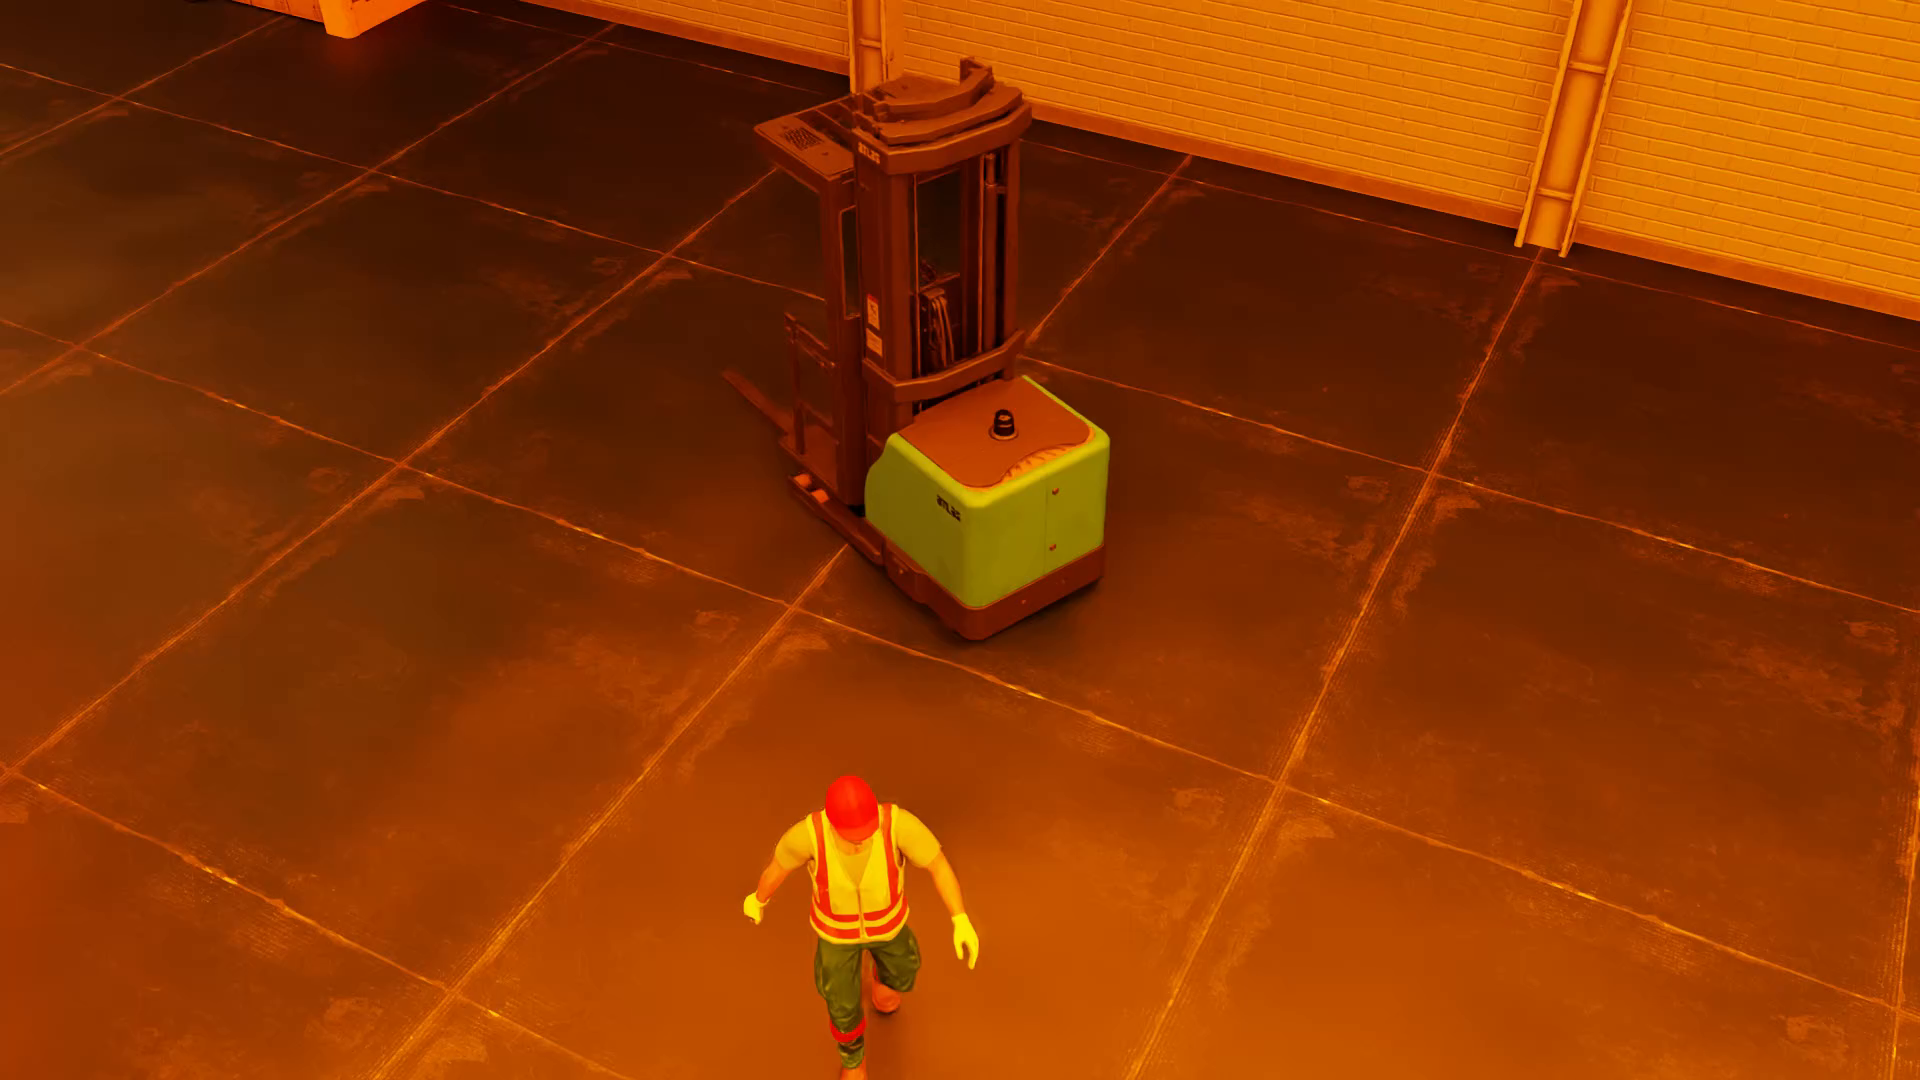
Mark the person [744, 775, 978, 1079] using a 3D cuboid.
[{"bbox_3d":[-0.429,1.612,6.982,0.928,1.763,0.723,-7,41,-8],"label":"person"}]

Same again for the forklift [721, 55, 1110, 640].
[{"bbox_3d":[-0.436,-1.447,9.704,1.130,2.935,3.031,-26,47,-28],"label":"forklift"}]
